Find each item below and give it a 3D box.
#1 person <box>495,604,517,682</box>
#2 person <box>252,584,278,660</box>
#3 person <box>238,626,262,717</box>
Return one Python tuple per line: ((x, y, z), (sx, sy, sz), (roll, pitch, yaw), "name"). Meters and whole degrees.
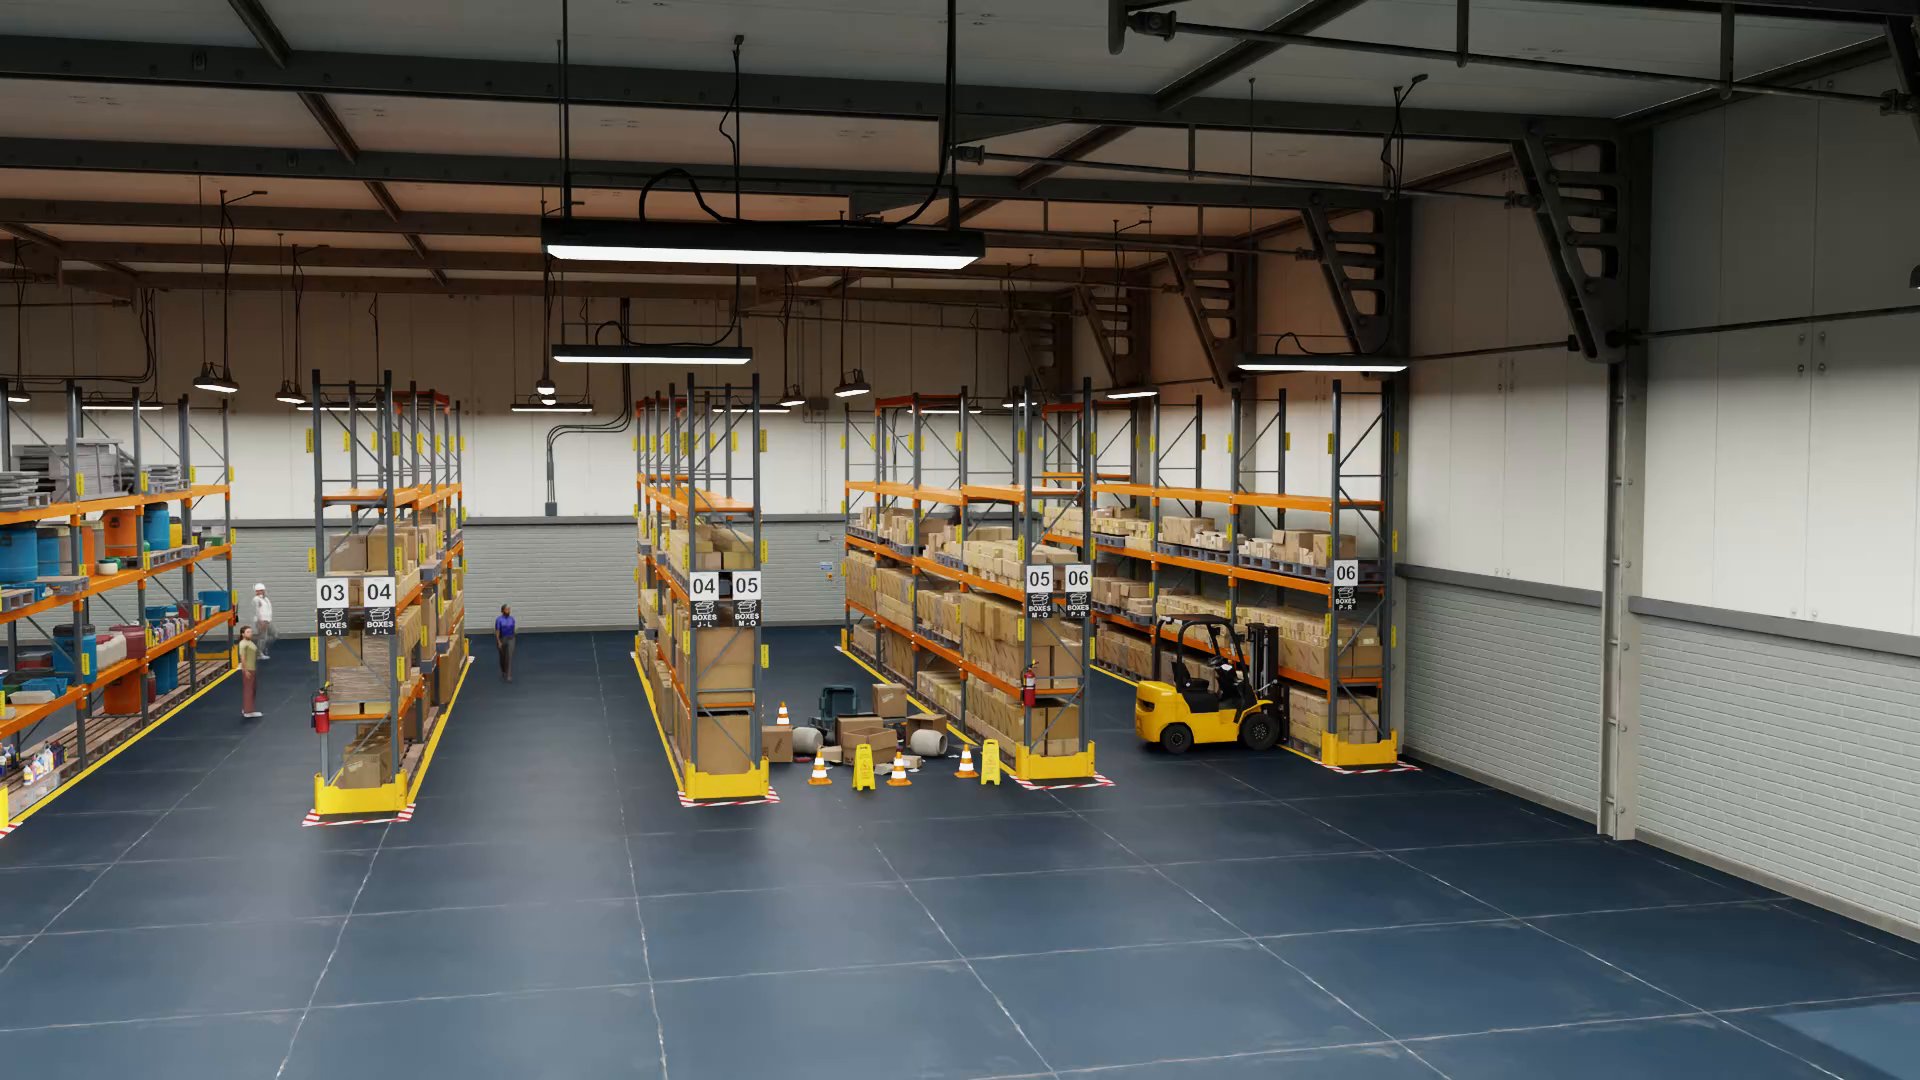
((-9.613, 2.164, 35.200), (0.411, 1.611, 0.928), (-1, 3, -9), "person")
((-16.094, 1.884, 38.497), (0.471, 1.758, 0.578), (0, 3, -3), "person")
((-13.021, 2.416, 30.482), (0.383, 1.704, 0.481), (-1, 3, -18), "person")
